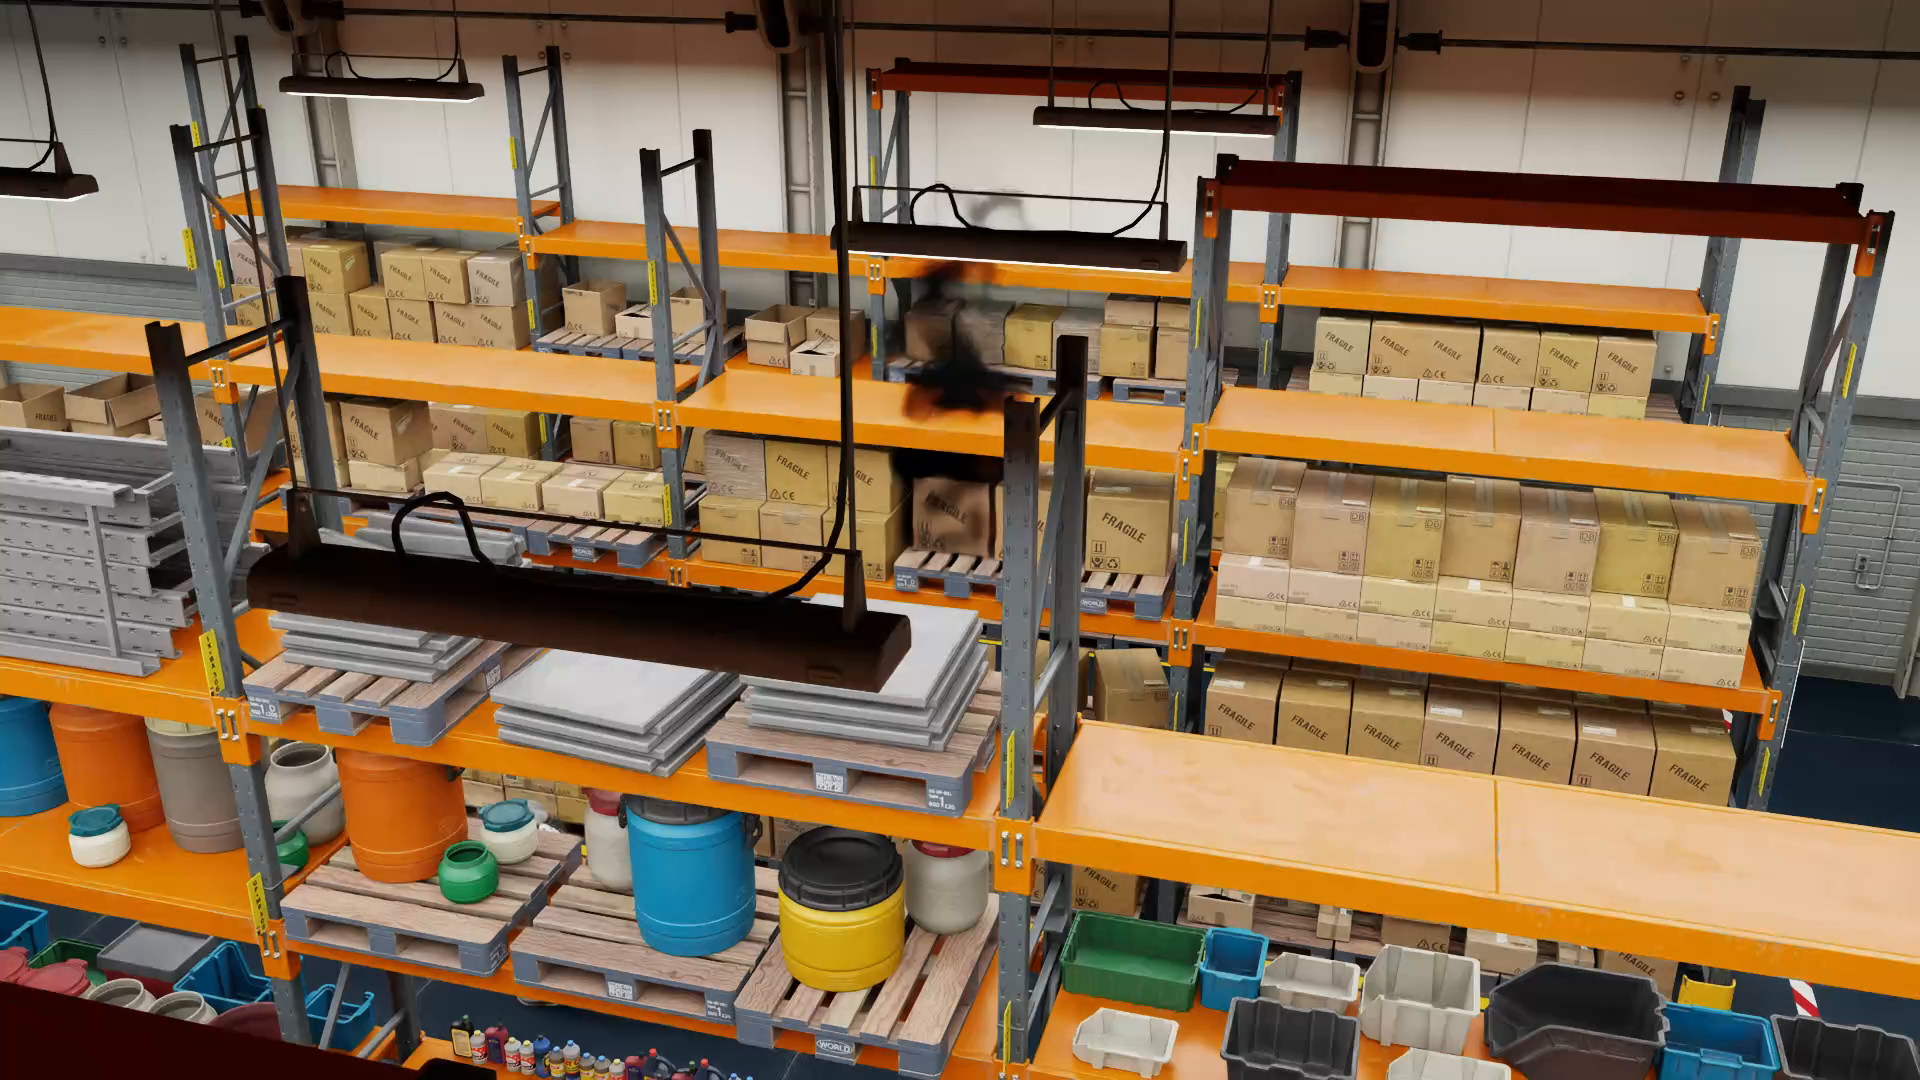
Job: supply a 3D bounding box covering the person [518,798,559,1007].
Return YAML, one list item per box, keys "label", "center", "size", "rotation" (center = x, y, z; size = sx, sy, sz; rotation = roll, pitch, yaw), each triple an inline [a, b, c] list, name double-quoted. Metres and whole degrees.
- label: "person"
  center: [-3.094, 2.657, 12.138]
  size: [0.598, 1.736, 0.667]
  rotation: [2, 23, 5]
